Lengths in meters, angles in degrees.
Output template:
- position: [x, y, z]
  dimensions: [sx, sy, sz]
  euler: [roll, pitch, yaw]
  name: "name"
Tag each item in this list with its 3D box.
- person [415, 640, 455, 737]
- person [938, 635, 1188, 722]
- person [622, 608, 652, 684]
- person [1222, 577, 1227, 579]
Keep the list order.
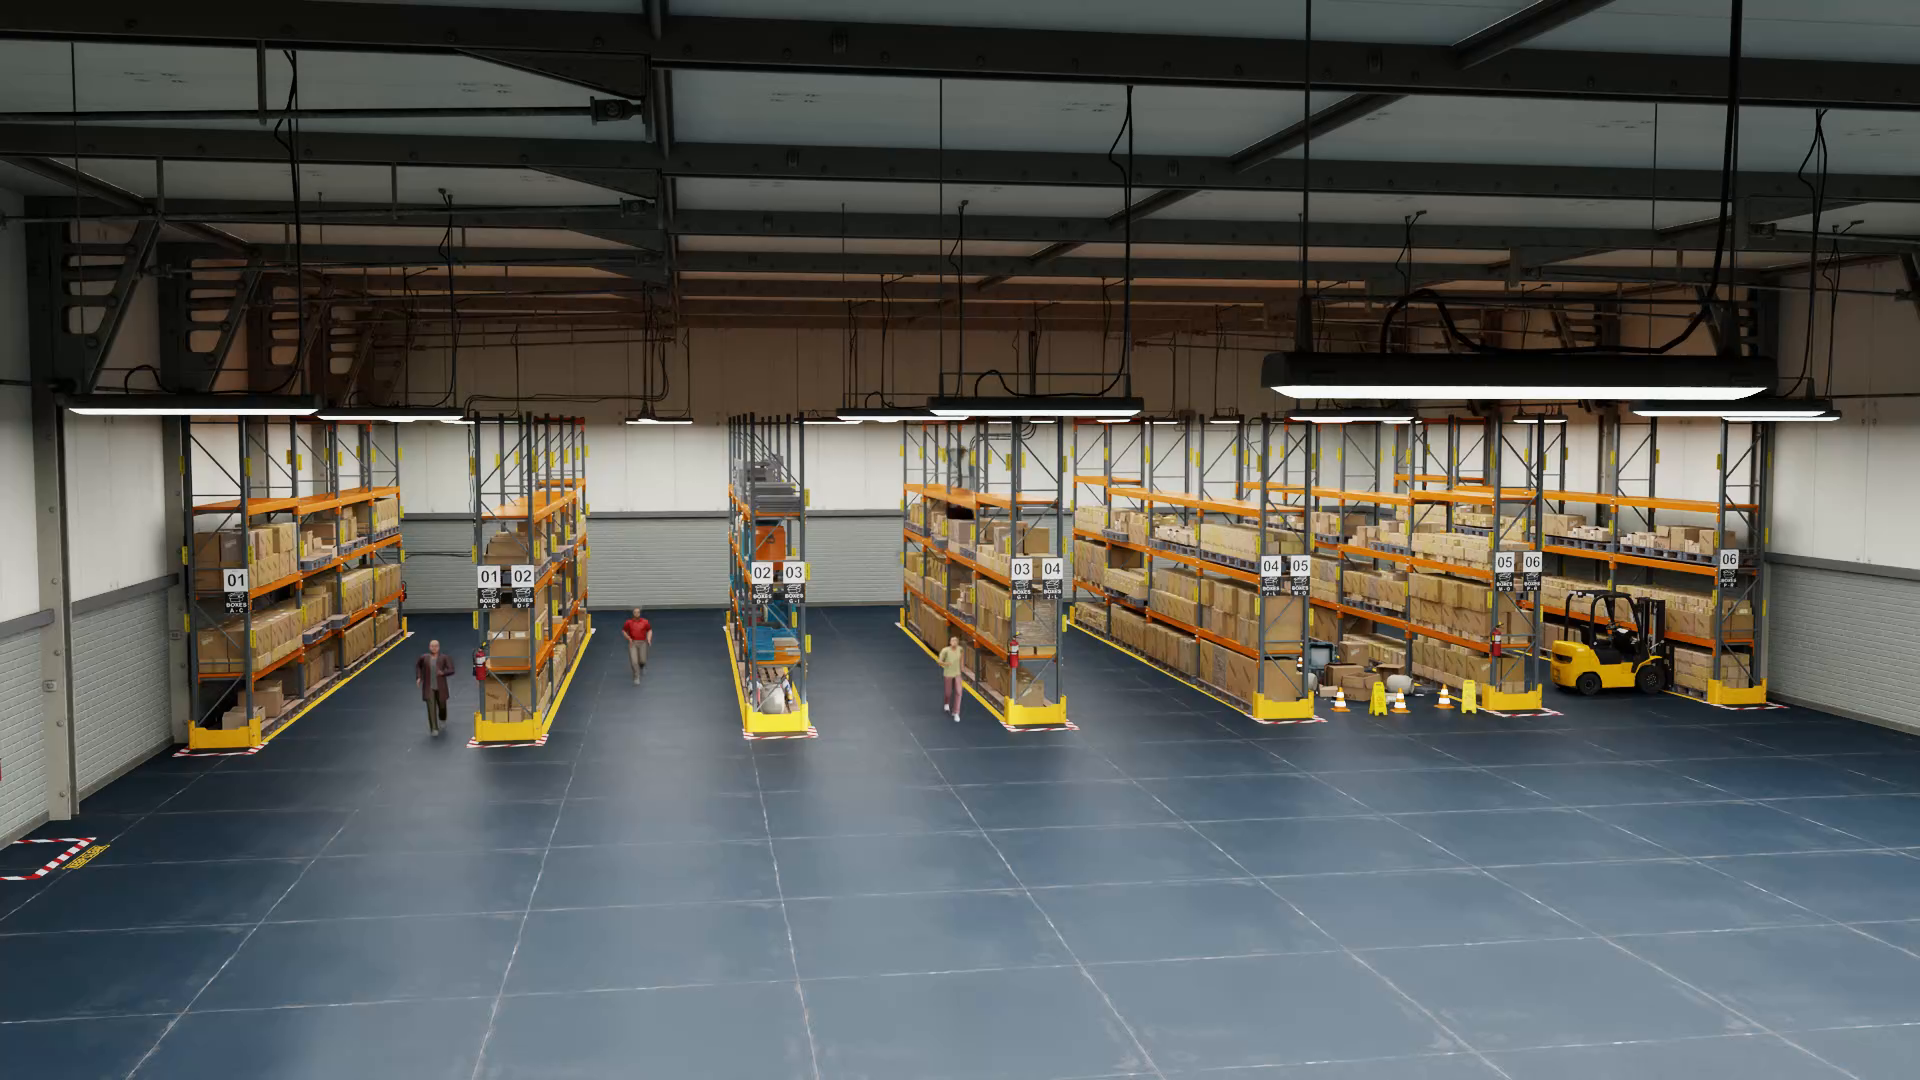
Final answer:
- position: [-9.730, 2.739, 30.805]
  dimensions: [0.719, 1.754, 1.020]
  euler: [-1, 4, -13]
  name: "person"
- position: [2.109, 2.419, 36.614]
  dimensions: [7.029, 1.675, 7.297]
  euler: [-1, 4, -15]
  name: "person"
- position: [-7.227, 2.362, 37.244]
  dimensions: [0.665, 1.688, 0.578]
  euler: [-1, 4, -13]
  name: "person"
- position: [6.889, 1.884, 43.242]
  dimensions: [0.642, 1.835, 0.876]
  euler: [-1, 4, -20]
  name: "person"
